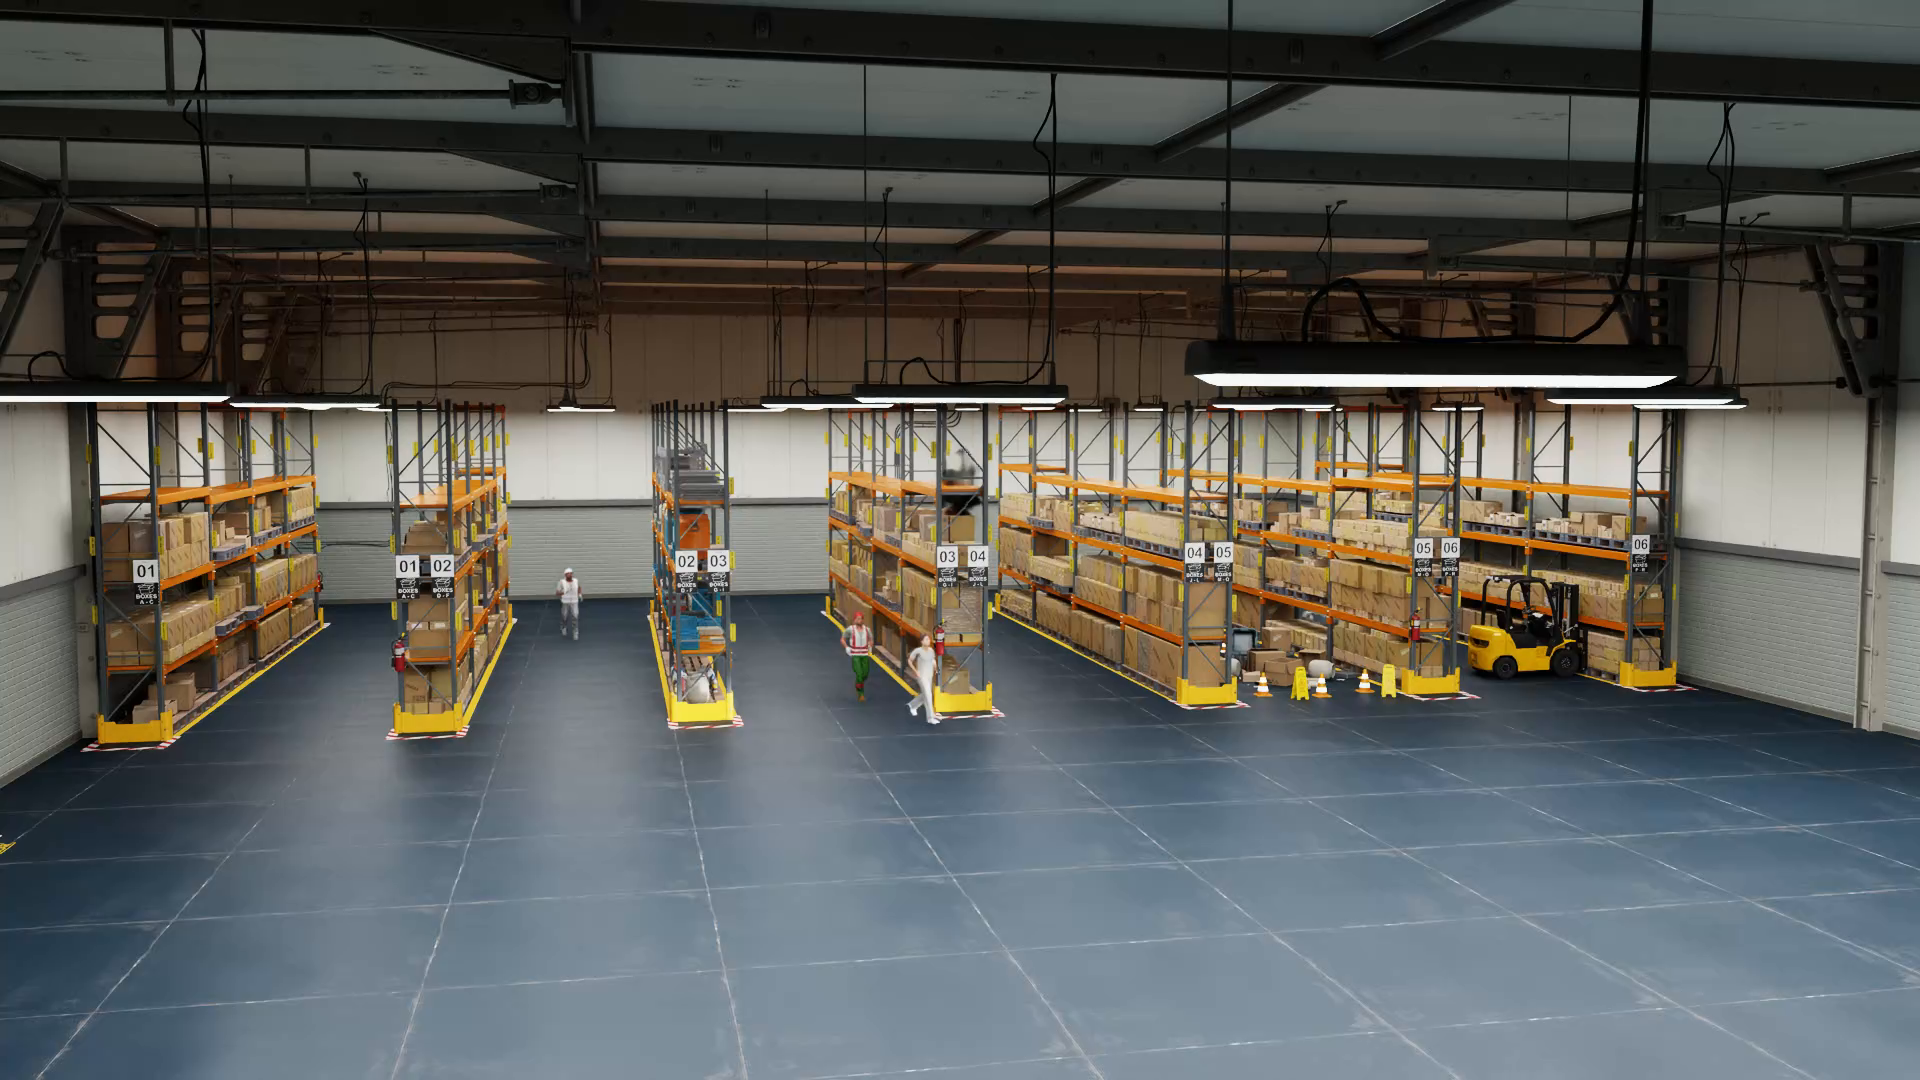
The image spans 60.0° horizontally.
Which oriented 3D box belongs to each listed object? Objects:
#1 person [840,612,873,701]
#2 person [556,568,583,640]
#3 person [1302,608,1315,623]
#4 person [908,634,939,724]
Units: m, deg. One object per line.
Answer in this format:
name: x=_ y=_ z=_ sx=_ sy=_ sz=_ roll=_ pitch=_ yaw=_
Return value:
person: x=-2.054 y=2.323 z=33.427 sx=0.667 sy=1.767 sz=0.741 roll=-2 pitch=5 yaw=-22
person: x=-9.945 y=1.610 z=42.368 sx=0.680 sy=1.778 sz=0.984 roll=-2 pitch=5 yaw=-24
person: x=9.271 y=1.456 z=44.382 sx=0.662 sy=1.770 sz=0.993 roll=-1 pitch=4 yaw=-15
person: x=-0.687 y=2.557 z=30.958 sx=0.573 sy=1.658 sz=0.899 roll=-4 pitch=6 yaw=-43
